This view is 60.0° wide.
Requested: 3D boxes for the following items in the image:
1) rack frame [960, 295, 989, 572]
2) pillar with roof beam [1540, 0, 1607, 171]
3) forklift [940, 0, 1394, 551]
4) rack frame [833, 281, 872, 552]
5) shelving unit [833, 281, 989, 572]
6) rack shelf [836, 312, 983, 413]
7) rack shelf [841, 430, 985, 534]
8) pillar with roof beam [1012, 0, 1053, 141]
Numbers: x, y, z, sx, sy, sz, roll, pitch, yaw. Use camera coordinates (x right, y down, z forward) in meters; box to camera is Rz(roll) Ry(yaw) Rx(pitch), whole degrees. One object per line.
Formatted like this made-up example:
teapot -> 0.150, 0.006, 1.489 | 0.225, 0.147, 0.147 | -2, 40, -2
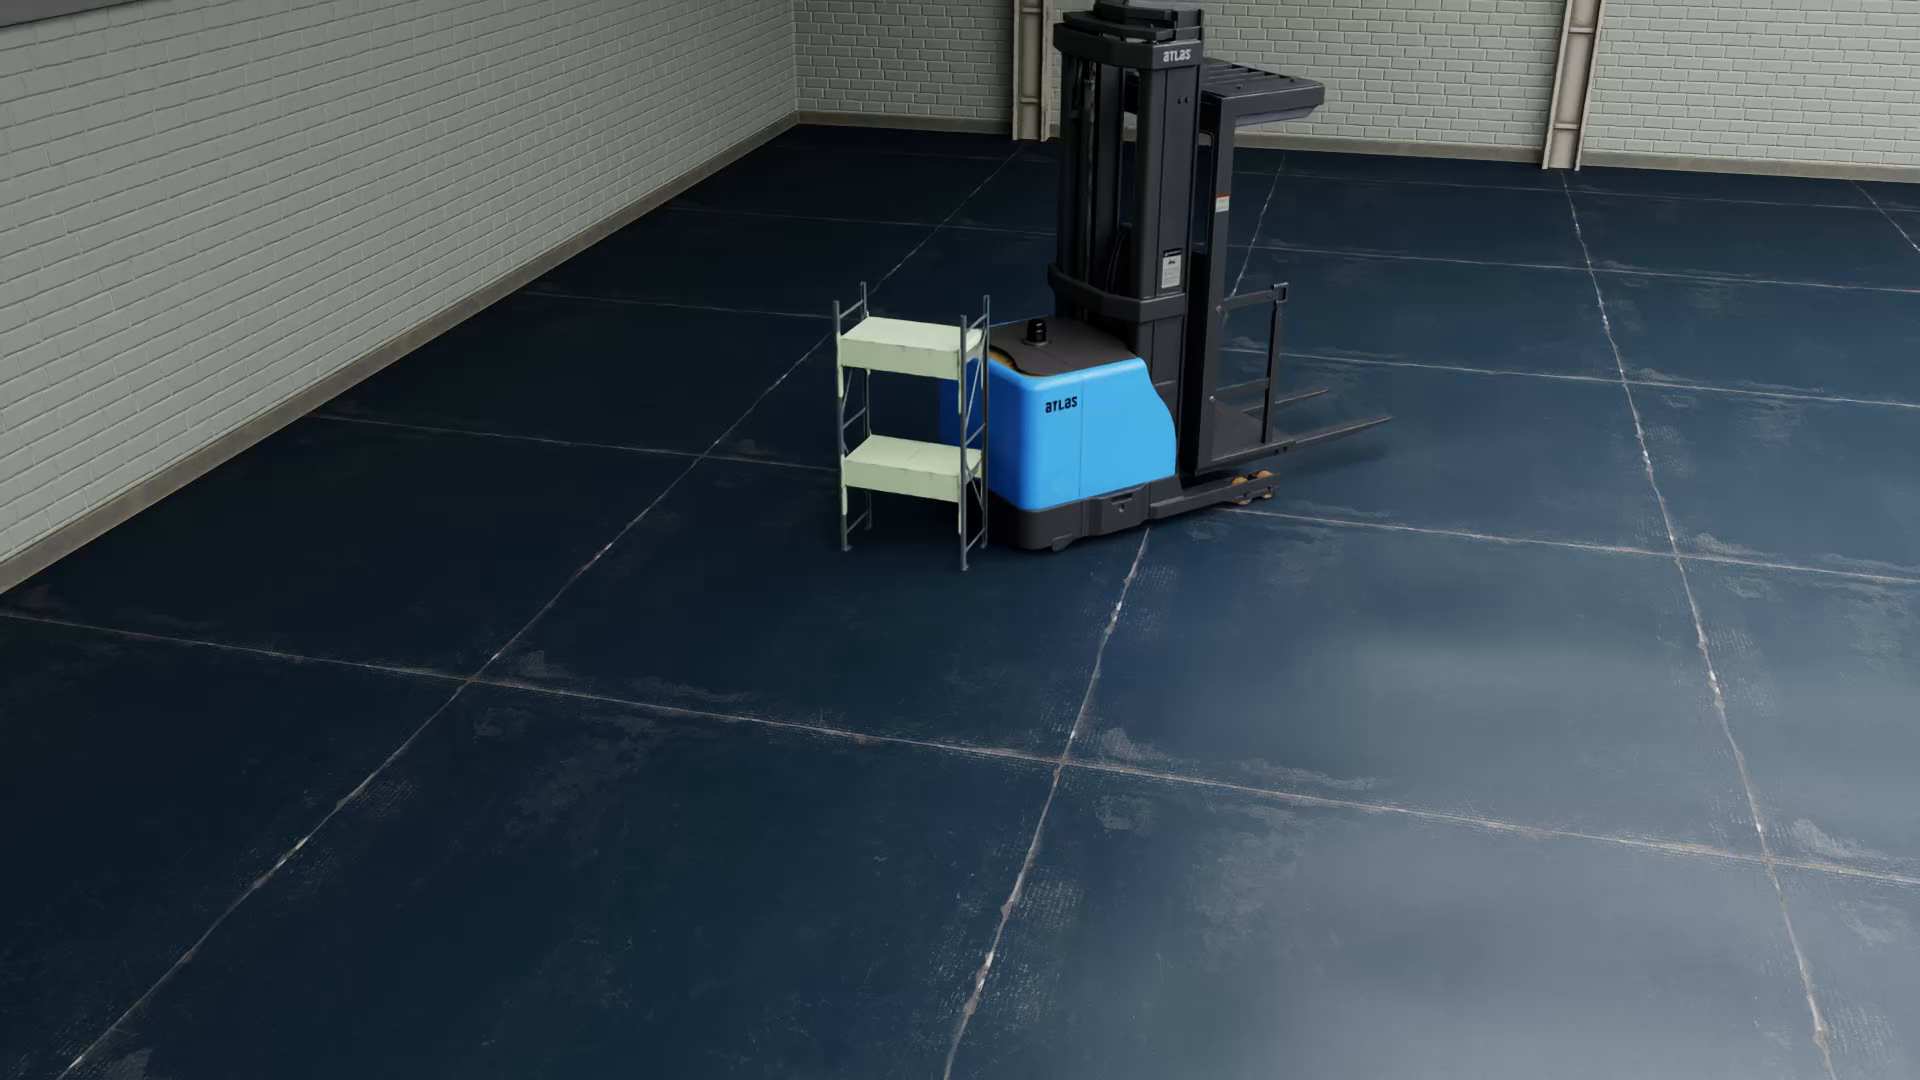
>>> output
rack frame -> 0.081, -0.578, 9.218 | 0.023, 1.500, 0.400 | 9, 27, 18
pillar with roof beam -> 5.585, -6.418, 12.763 | 0.400, 9.000, 9.100 | 6, 26, 13
forklift -> 1.391, -1.716, 9.945 | 3.031, 2.935, 1.130 | -15, 29, -28
rack frame -> -0.605, -0.687, 9.448 | 0.023, 1.500, 0.400 | 9, 27, 18
shelving unit -> -0.262, -0.632, 9.333 | 0.755, 1.500, 0.431 | 9, 27, 18
rack shelf -> -0.262, -0.985, 9.165 | 0.720, 0.370, 0.431 | 9, 27, 18
rack shelf -> -0.262, -0.338, 9.473 | 0.720, 0.370, 0.431 | 9, 27, 18
pillar with roof beam -> -0.225, -7.061, 14.112 | 0.400, 9.000, 9.100 | 6, 26, 13
